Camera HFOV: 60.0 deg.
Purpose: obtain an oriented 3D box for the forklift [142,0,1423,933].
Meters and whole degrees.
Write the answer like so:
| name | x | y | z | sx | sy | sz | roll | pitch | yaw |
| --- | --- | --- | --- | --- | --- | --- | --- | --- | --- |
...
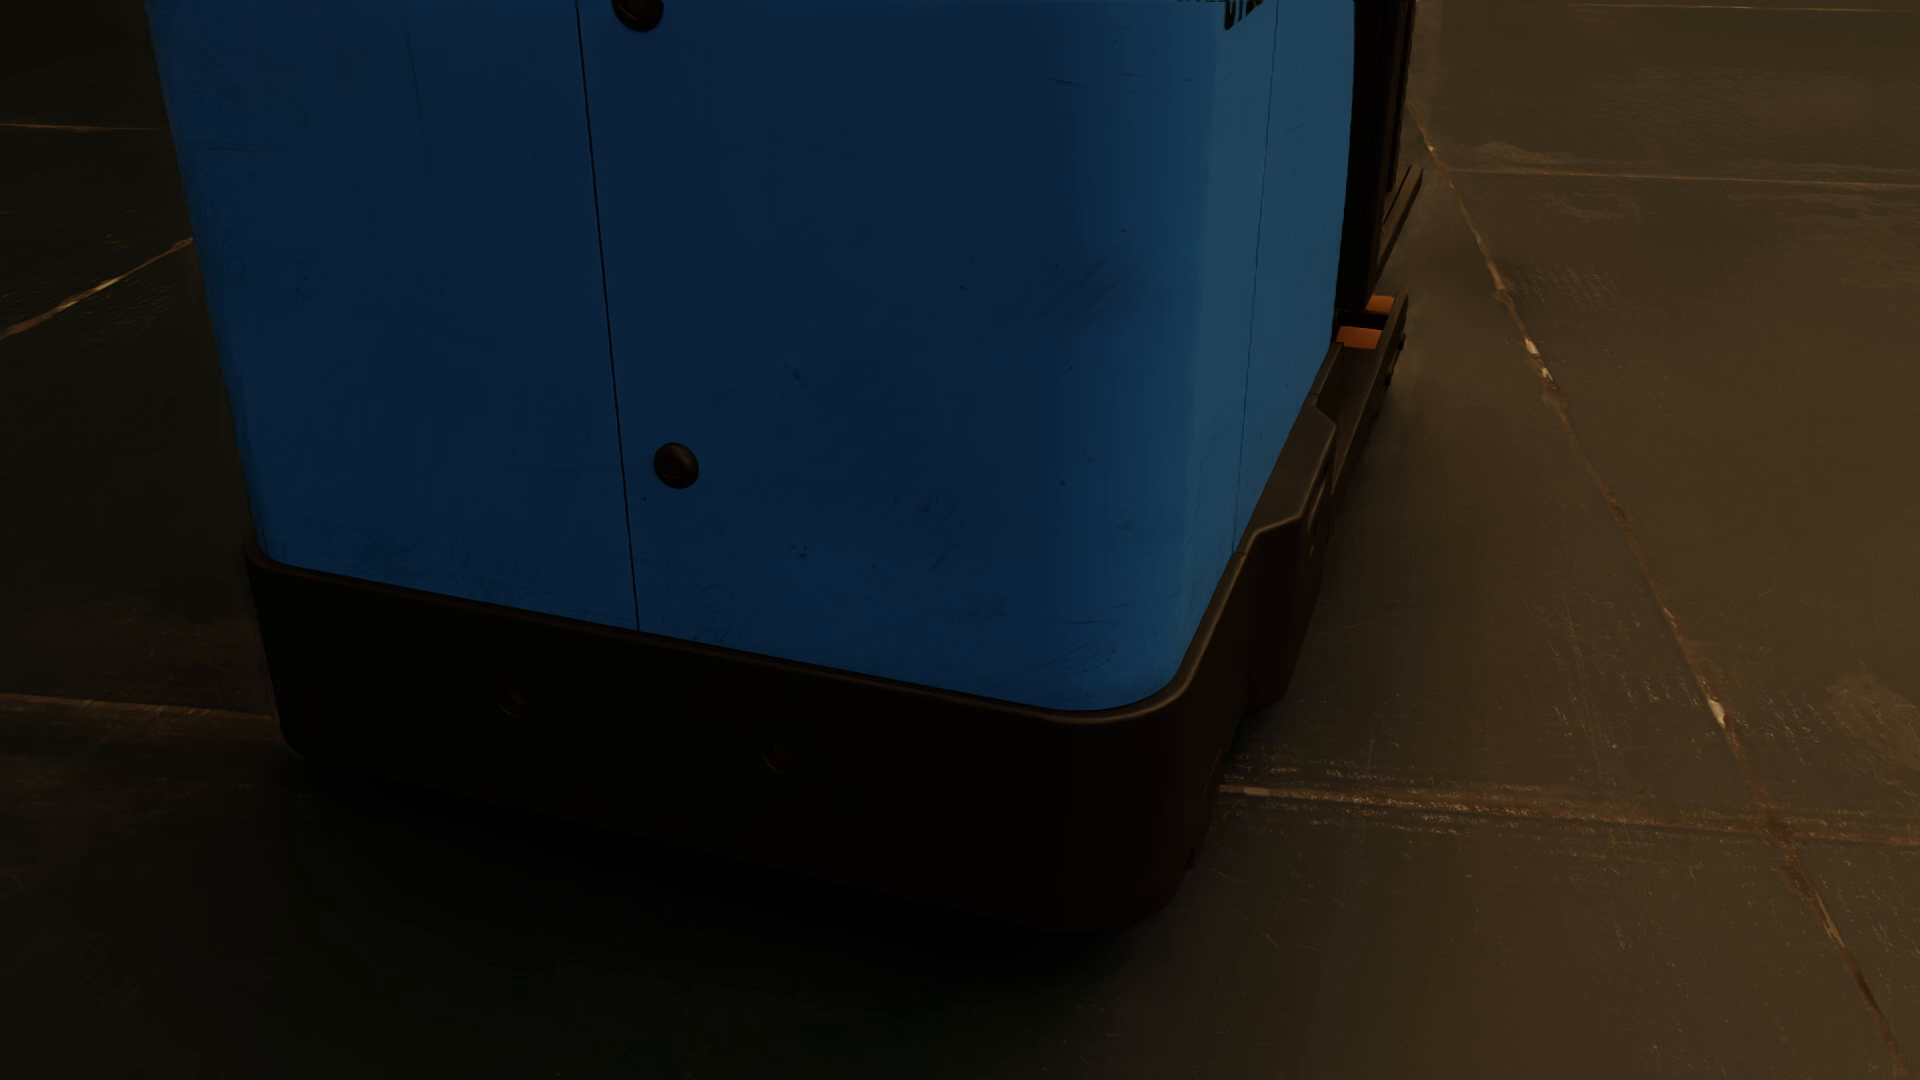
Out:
| name | x | y | z | sx | sy | sz | roll | pitch | yaw |
| --- | --- | --- | --- | --- | --- | --- | --- | --- | --- |
| forklift | 0.194 | -1.573 | 2.371 | 1.130 | 2.935 | 3.031 | 9 | 28 | 18 |
